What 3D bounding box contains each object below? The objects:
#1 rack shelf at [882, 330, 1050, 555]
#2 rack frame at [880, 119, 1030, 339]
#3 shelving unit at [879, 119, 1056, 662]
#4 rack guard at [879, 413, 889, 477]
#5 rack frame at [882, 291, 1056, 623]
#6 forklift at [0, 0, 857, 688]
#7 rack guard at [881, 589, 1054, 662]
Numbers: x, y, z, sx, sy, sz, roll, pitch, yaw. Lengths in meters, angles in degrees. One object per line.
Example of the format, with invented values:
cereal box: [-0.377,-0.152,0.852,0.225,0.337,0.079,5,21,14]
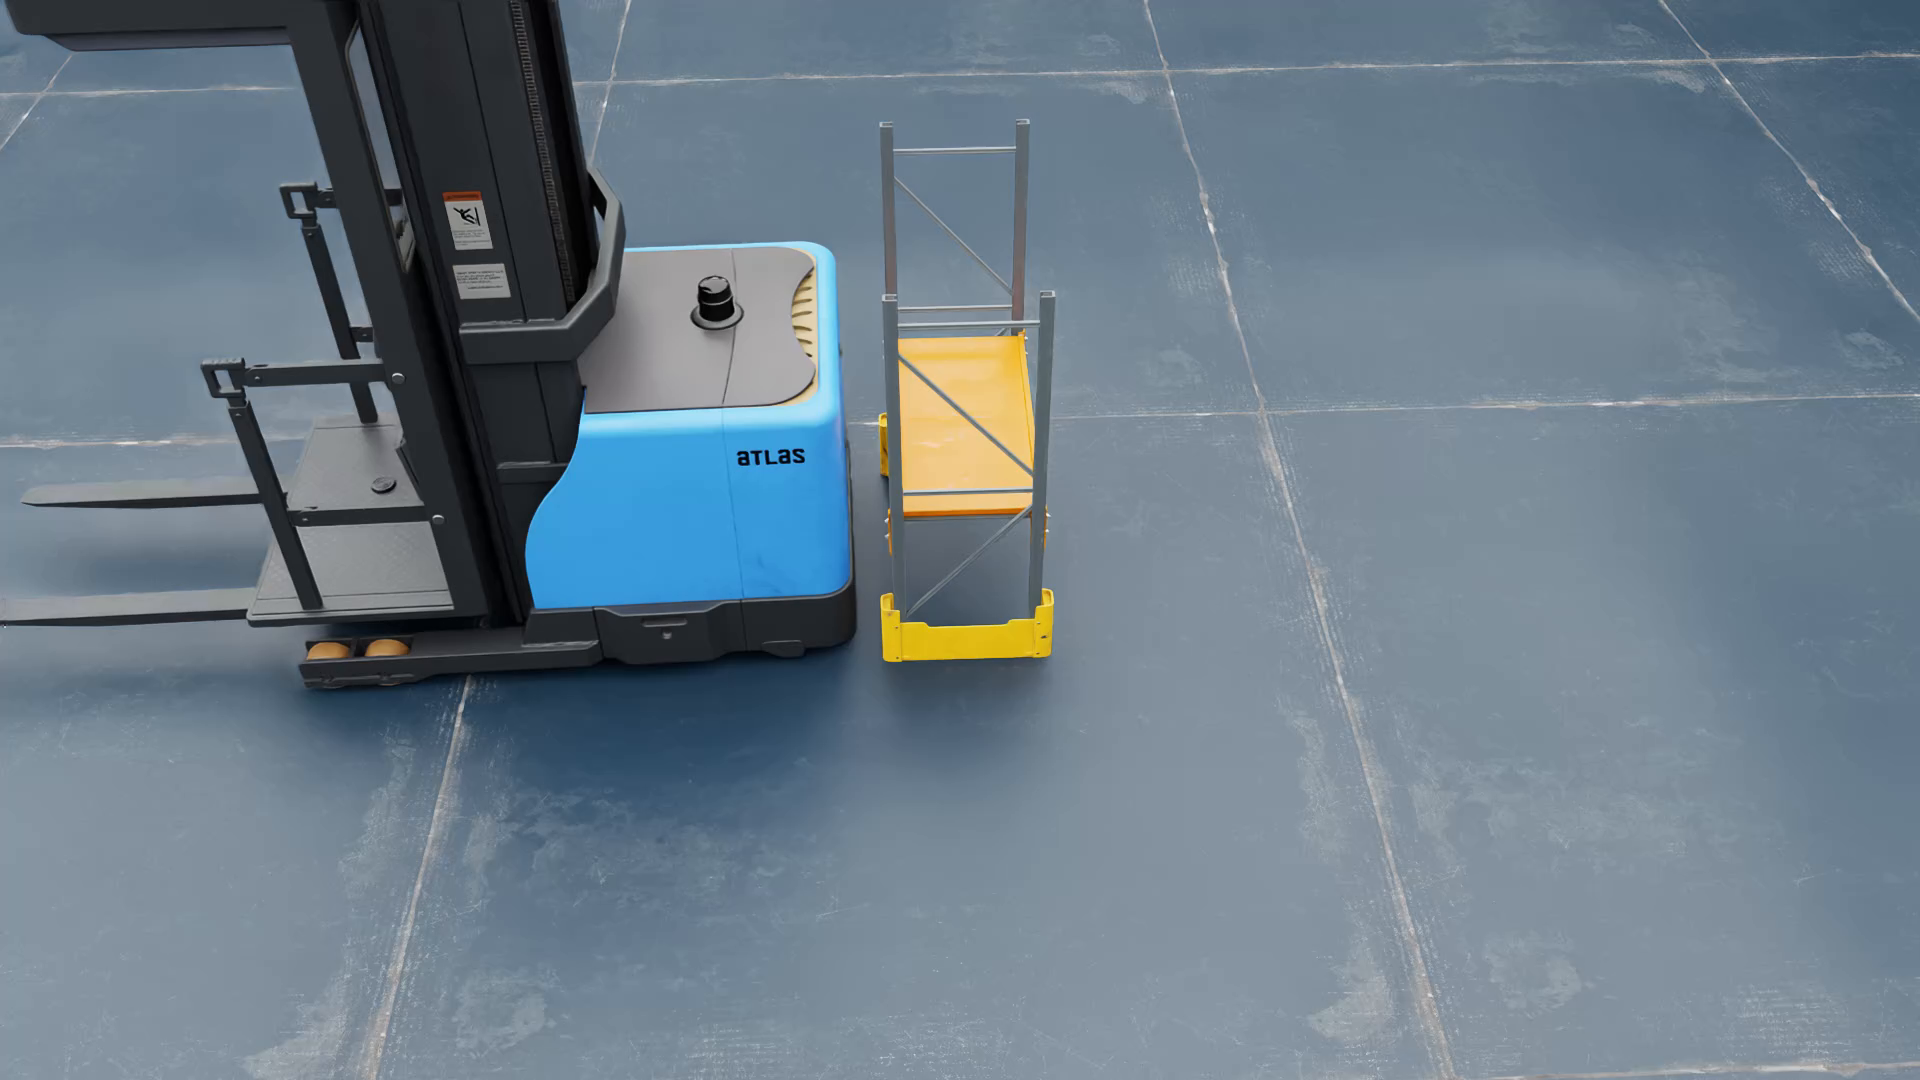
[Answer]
rack shelf: [0.004,-0.363,5.802,0.538,0.185,1.000,-2,43,-2]
rack frame: [-0.018,-0.838,6.055,0.500,1.500,0.032,-2,43,-2]
shelving unit: [0.003,-0.501,5.687,0.587,1.500,1.083,-2,43,-2]
rack guard: [-0.018,-0.377,6.476,0.587,0.250,0.087,-2,43,-2]
rack frame: [0.025,-0.152,5.306,0.500,1.500,0.032,-2,43,-2]
forklift: [-1.904,-0.944,5.110,3.031,2.935,1.130,-3,43,-3]
rack guard: [0.024,0.296,5.743,0.587,0.250,0.087,-2,43,-2]
